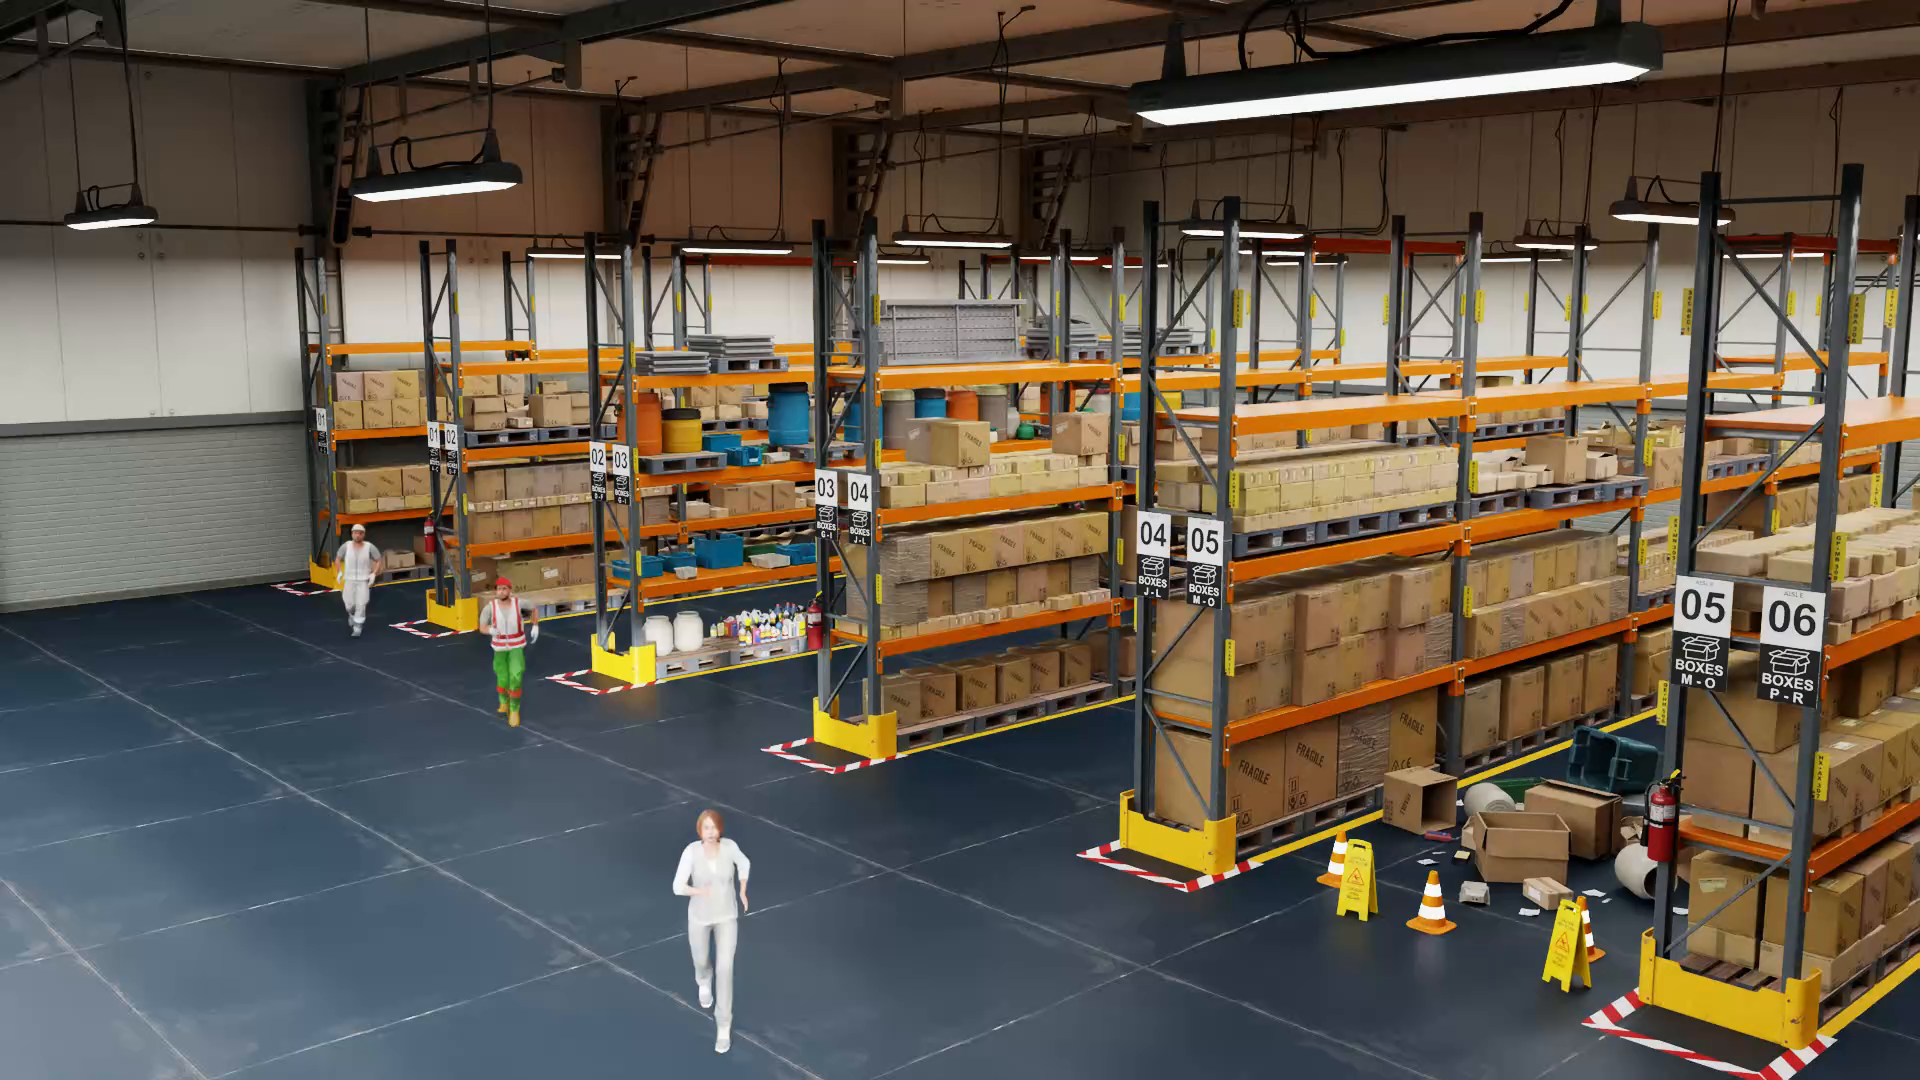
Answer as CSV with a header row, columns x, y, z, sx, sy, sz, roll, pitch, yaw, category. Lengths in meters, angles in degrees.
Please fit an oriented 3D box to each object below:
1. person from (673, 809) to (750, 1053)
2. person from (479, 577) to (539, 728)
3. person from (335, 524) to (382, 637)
x,y,z,sx,sy,sz,roll,pitch,yaw,category
-1.734,2.660,11.670,0.534,1.594,0.883,-1,8,-9,person
-5.464,1.335,20.186,0.676,1.818,0.908,-1,8,-8,person
-9.169,0.602,25.403,0.674,1.741,0.590,-3,9,-19,person
